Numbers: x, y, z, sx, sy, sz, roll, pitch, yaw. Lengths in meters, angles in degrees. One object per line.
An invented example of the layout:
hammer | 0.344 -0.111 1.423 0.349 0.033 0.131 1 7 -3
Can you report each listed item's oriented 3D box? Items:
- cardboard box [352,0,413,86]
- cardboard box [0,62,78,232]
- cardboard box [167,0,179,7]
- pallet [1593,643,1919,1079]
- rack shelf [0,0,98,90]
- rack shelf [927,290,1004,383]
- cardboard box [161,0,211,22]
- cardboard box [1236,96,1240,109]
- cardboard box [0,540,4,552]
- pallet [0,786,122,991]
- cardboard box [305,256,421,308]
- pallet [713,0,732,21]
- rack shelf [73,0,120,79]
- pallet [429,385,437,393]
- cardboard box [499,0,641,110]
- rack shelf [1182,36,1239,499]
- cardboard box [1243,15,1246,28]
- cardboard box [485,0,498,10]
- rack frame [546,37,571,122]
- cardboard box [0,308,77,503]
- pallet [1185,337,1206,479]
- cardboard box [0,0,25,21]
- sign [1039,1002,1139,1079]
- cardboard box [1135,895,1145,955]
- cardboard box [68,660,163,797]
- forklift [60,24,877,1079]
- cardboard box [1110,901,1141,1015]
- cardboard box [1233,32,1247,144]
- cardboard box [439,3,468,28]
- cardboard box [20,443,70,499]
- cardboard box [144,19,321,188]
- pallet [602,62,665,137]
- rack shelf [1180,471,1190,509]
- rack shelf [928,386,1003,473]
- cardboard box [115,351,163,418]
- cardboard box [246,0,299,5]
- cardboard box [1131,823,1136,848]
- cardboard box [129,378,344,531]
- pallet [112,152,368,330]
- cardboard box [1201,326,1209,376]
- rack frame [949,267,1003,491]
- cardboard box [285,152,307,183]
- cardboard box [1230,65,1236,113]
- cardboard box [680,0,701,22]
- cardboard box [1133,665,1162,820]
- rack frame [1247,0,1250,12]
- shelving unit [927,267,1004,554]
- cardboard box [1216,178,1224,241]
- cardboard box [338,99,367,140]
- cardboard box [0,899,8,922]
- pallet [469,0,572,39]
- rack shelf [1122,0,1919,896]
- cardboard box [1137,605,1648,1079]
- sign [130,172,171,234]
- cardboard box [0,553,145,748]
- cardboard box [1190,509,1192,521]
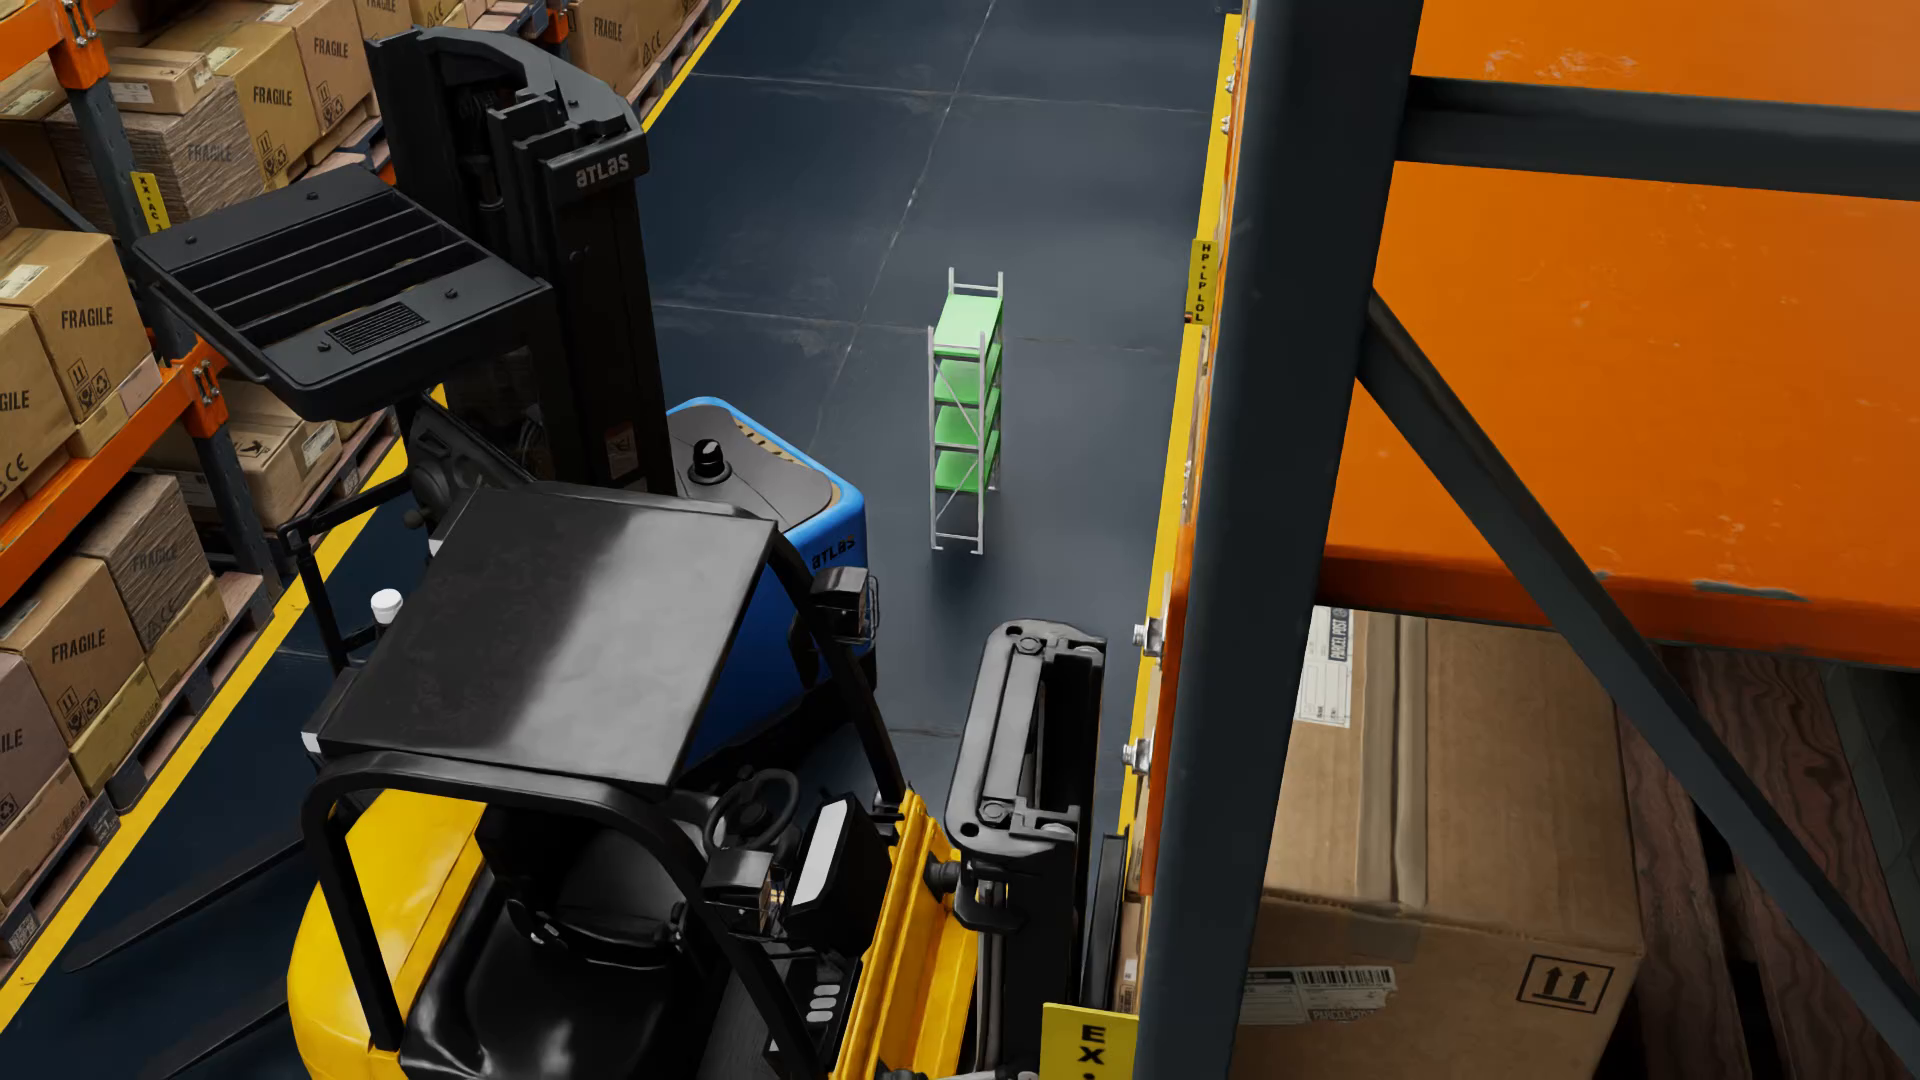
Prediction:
cardboard box | -2.908 -2.464 7.735 0.500 0.500 0.500 5 40 6
cardboard box | -3.681 -1.570 6.654 0.500 0.500 0.500 6 40 7
cardboard box | -3.547 -2.428 7.182 0.380 0.149 0.250 5 40 6
pallet | 0.810 0.552 2.443 1.003 0.211 1.213 6 40 8
rack shelf | -3.881 -0.564 4.288 1.077 0.370 4.000 6 40 8
rack shelf | 0.029 -0.887 7.228 0.258 0.148 0.480 6 40 8
cardboard box | -3.502 -2.205 7.421 0.500 0.500 0.500 8 40 9
cardboard box | 0.798 -0.802 3.709 0.396 0.266 0.258 6 40 7
cardboard box | -3.463 0.030 5.557 0.380 0.149 0.250 6 40 7
pallet | -3.825 1.328 5.978 1.003 0.211 1.213 6 40 8
cardboard box | -3.207 -1.307 8.709 0.950 0.372 0.625 8 40 9
pallet | -2.210 -4.393 12.898 1.003 0.211 1.213 6 40 8
rack shelf | -3.189 -3.074 7.324 1.077 0.370 4.000 6 40 8
pallet | -3.193 -1.122 8.941 1.003 0.211 1.213 6 40 8
cardboard box | -2.642 -3.218 10.626 0.875 0.875 0.875 6 40 7
rack shelf | 1.700 -1.373 7.621 1.077 0.370 4.000 6 40 8
cardboard box | 1.641 -2.475 8.114 0.500 0.250 0.500 8 40 9
cardboard box | -2.643 -2.944 8.825 0.380 0.149 0.250 6 40 7
rack frame | -2.843 -3.450 9.569 1.000 3.000 0.127 6 40 8
cardboard box | -3.450 -0.463 5.644 0.500 0.500 0.500 8 40 9
pallet | 1.652 -0.555 8.255 1.003 0.211 1.213 6 40 8
cardboard box | -3.289 -1.767 5.377 0.380 0.149 0.250 7 40 8
sign | 0.130 0.580 1.708 0.100 0.325 0.005 6 40 8
cardboard box | 0.752 0.776 4.379 0.500 0.500 0.500 7 40 8
cardboard box | -3.455 0.694 6.385 0.500 0.250 0.500 5 40 6
forklift | -1.751 -0.040 5.498 3.031 2.935 1.130 -32 49 -33
cardboard box | 0.690 1.348 4.809 0.500 0.250 0.500 6 40 7
cardboard box | 0.970 -1.222 4.182 0.500 0.311 0.500 7 40 9
cardboard box | -2.728 -2.613 8.424 0.380 0.149 0.250 7 40 8
cardboard box | -3.449 -0.295 5.950 0.380 0.149 0.250 7 40 8
cardboard box | -3.086 -1.832 6.970 0.500 0.500 0.500 7 40 8
pallet | -2.632 -2.862 11.046 1.003 0.211 1.213 6 40 8
rack shelf | 1.008 1.137 4.585 1.077 0.370 4.000 6 40 8
rack shelf | 0.029 -0.517 7.534 0.258 0.148 0.480 6 40 8
cardboard box | -3.291 -0.608 6.328 0.380 0.149 0.250 6 40 7
cardboard box | -3.019 -2.454 7.214 0.380 0.149 0.250 9 40 10
cardboard box | 0.783 1.210 5.368 0.500 0.250 0.500 6 40 7
cardboard box | -3.447 -0.418 7.635 0.950 0.372 0.625 7 40 8
pallet | -3.260 -1.330 7.155 1.003 0.211 1.213 6 40 8
cardboard box | 1.184 -0.682 6.339 0.500 0.250 0.500 7 40 9
rack frame | 0.071 -0.719 7.679 0.240 1.200 0.015 6 40 8
cardboard box | -3.103 -1.659 7.270 0.380 0.149 0.250 9 40 11
cardboard box | 1.356 -1.902 7.109 0.380 0.149 0.250 5 40 6
cardboard box | -2.328 -4.338 11.981 0.875 0.875 0.875 7 40 9
cardboard box | 0.863 0.706 5.585 0.500 0.250 0.500 6 40 8
rack frame | 1.354 -2.707 3.962 1.000 3.000 0.127 6 40 8
shelving unit | 0.029 -0.566 7.493 0.258 1.200 0.503 6 40 8
cardboard box | 1.269 -1.190 6.560 0.500 0.250 0.500 5 40 7
cardboard box | -2.972 -1.971 7.647 0.380 0.149 0.250 7 40 8
cardboard box | -3.638 1.329 5.617 0.500 0.250 0.500 9 40 11
pallet | -2.861 -2.917 9.075 1.213 0.211 1.003 6 40 8
rack shelf | 1.008 -1.021 2.801 1.077 0.370 4.000 6 40 8
cardboard box | 0.499 0.416 2.053 0.500 0.500 0.500 8 40 9
sign | -3.000 -1.219 6.190 0.100 0.325 0.005 6 40 8
cardboard box | -3.460 0.389 6.165 0.500 0.500 0.500 7 40 8
cardboard box | 0.863 -0.037 4.853 0.380 0.149 0.250 7 40 9
